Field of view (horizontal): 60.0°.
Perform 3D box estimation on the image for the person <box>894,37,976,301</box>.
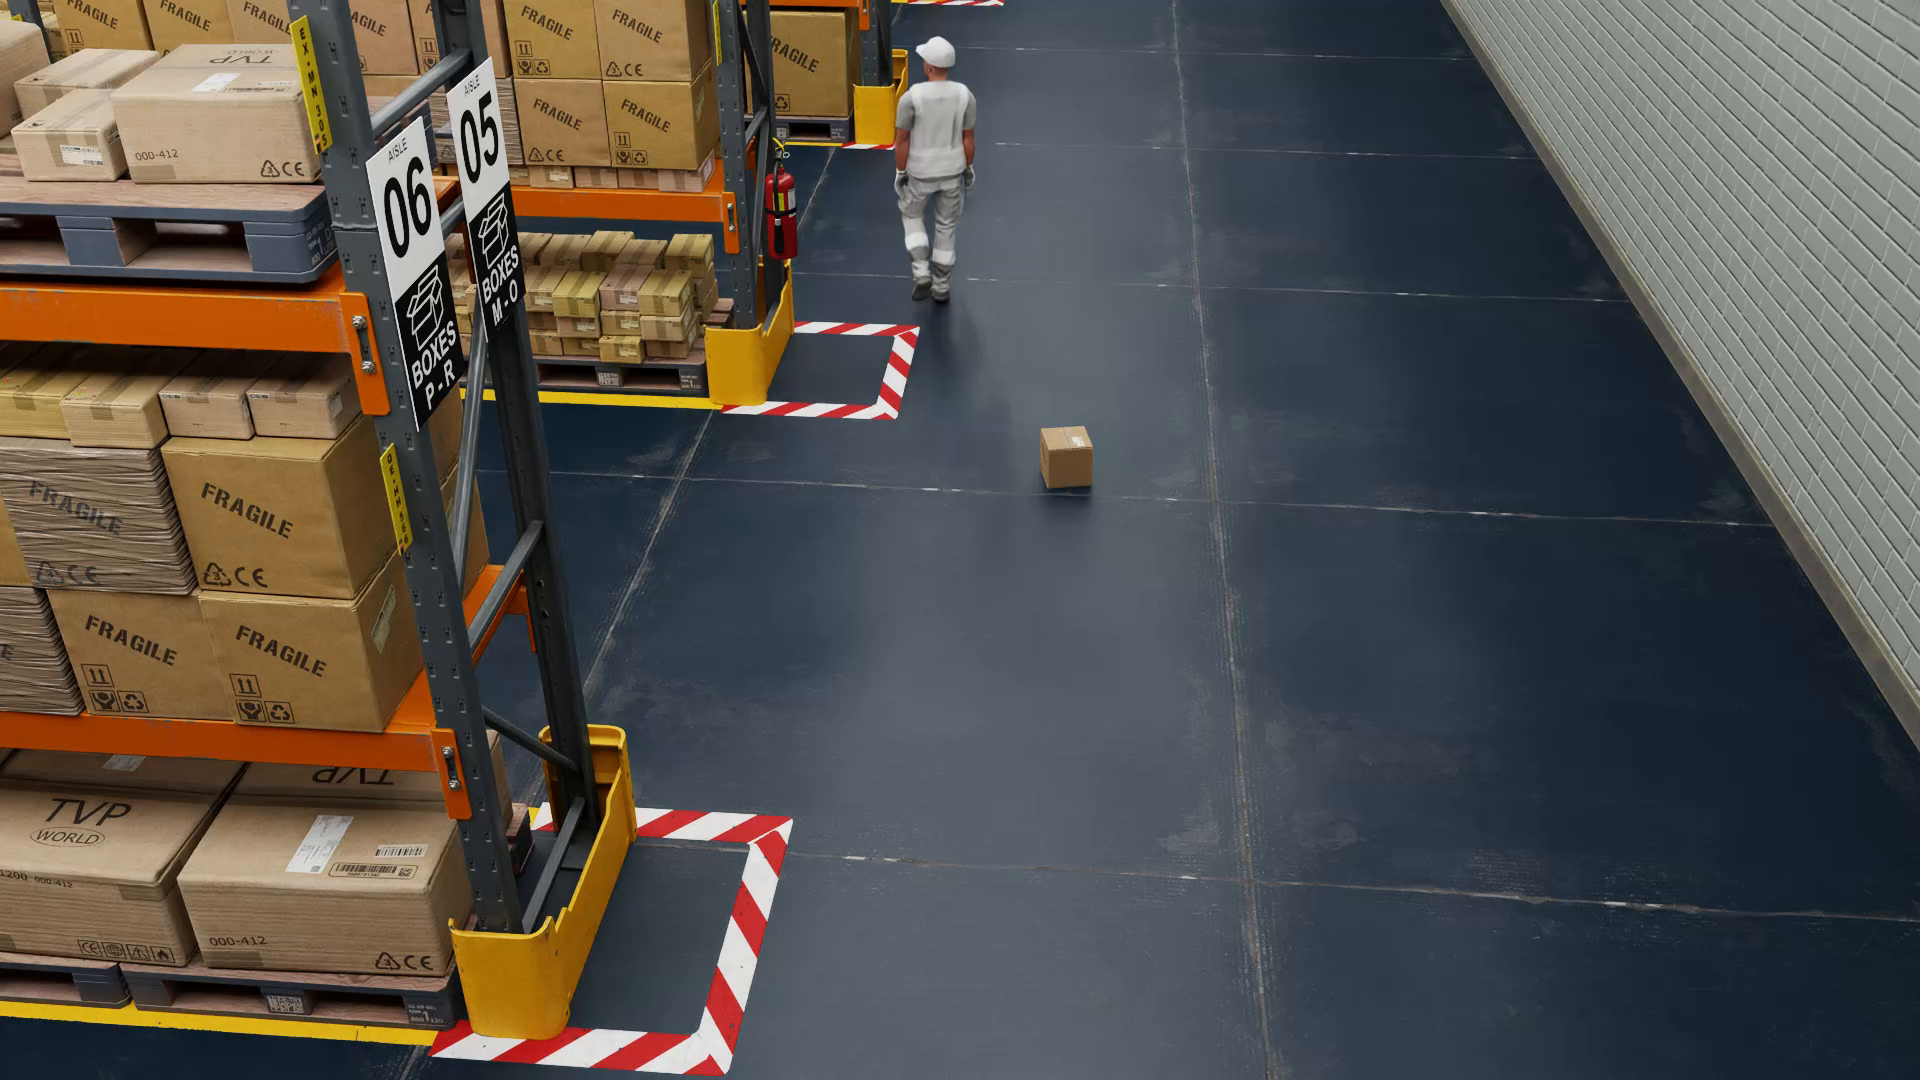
[{"bbox_3d":[-0.165,-2.429,10.996,0.556,1.791,0.472,-5,32,-7],"label":"person"}]
